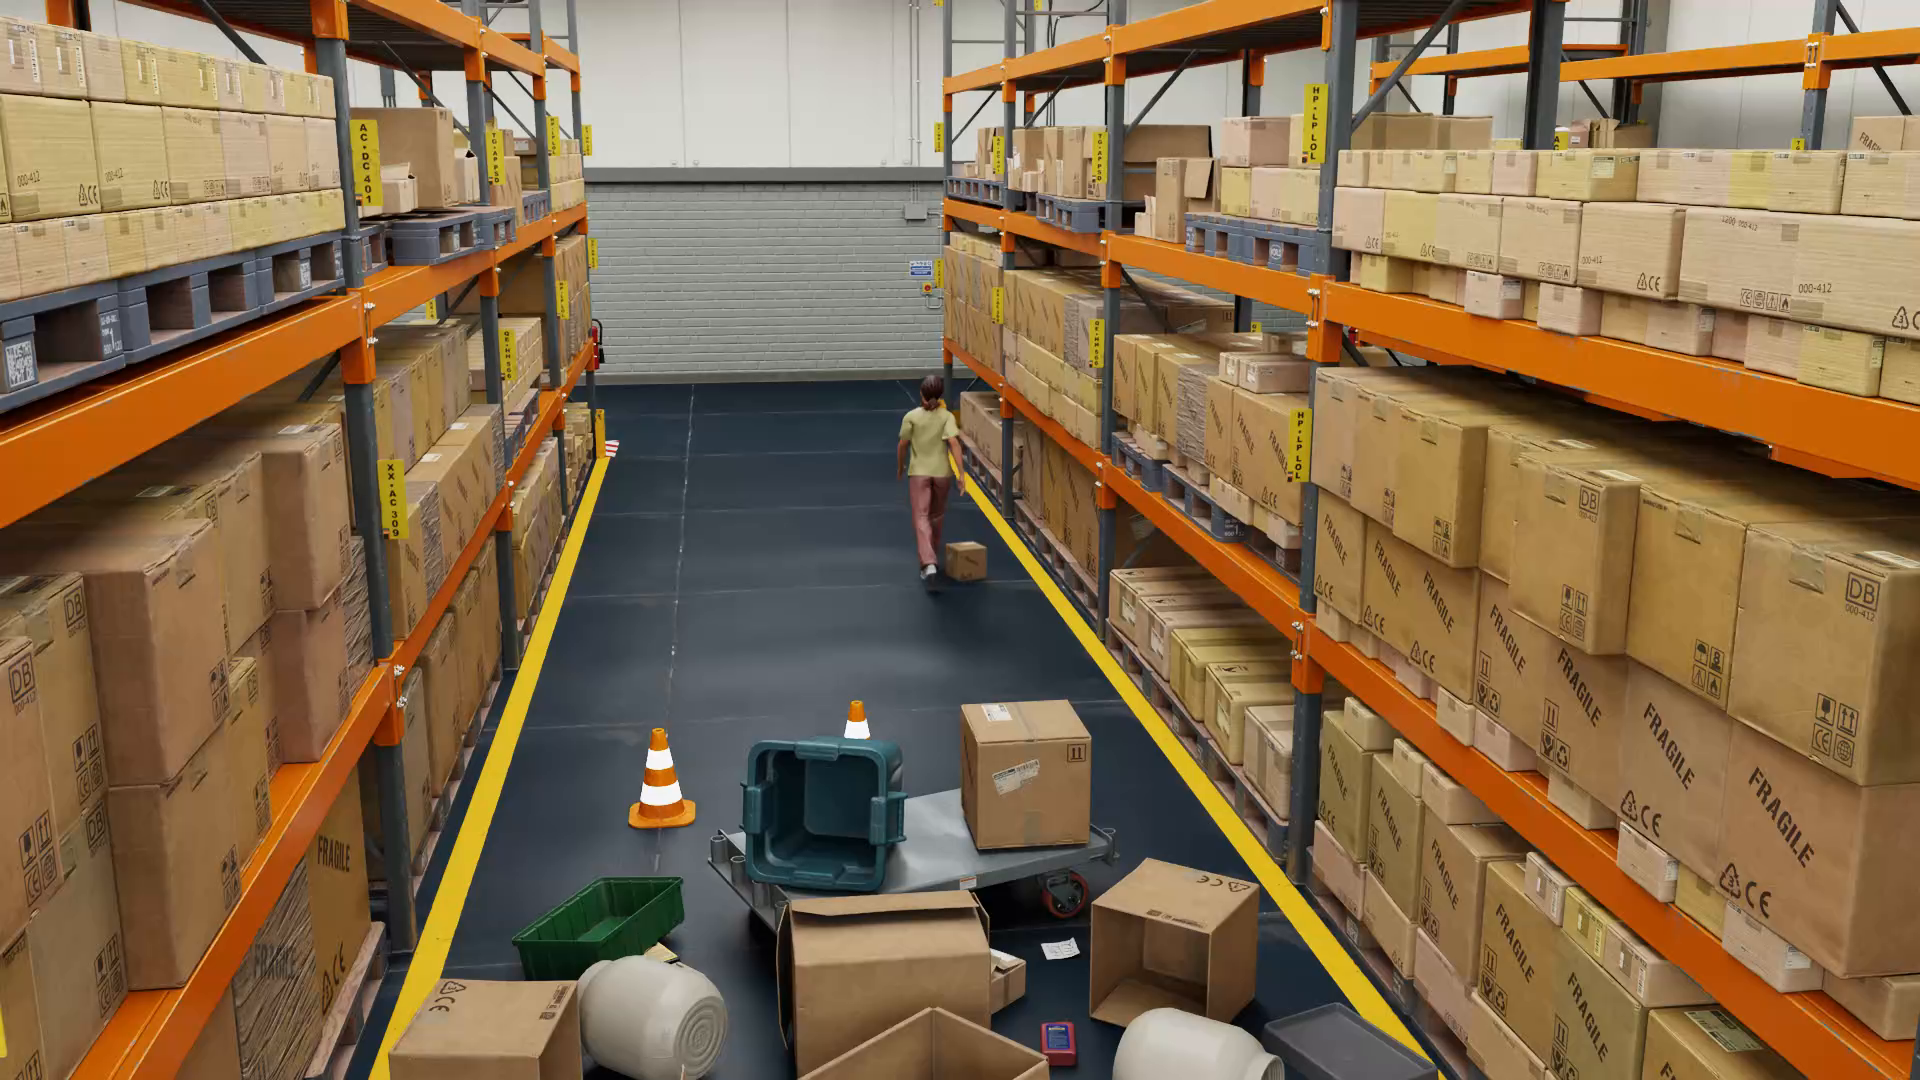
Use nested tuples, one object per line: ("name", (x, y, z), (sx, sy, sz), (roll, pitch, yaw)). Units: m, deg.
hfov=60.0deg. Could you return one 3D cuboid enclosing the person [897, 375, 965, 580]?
("person", (-0.235, -0.502, 13.190), (0.508, 1.610, 1.099), (-2, 13, -9))
